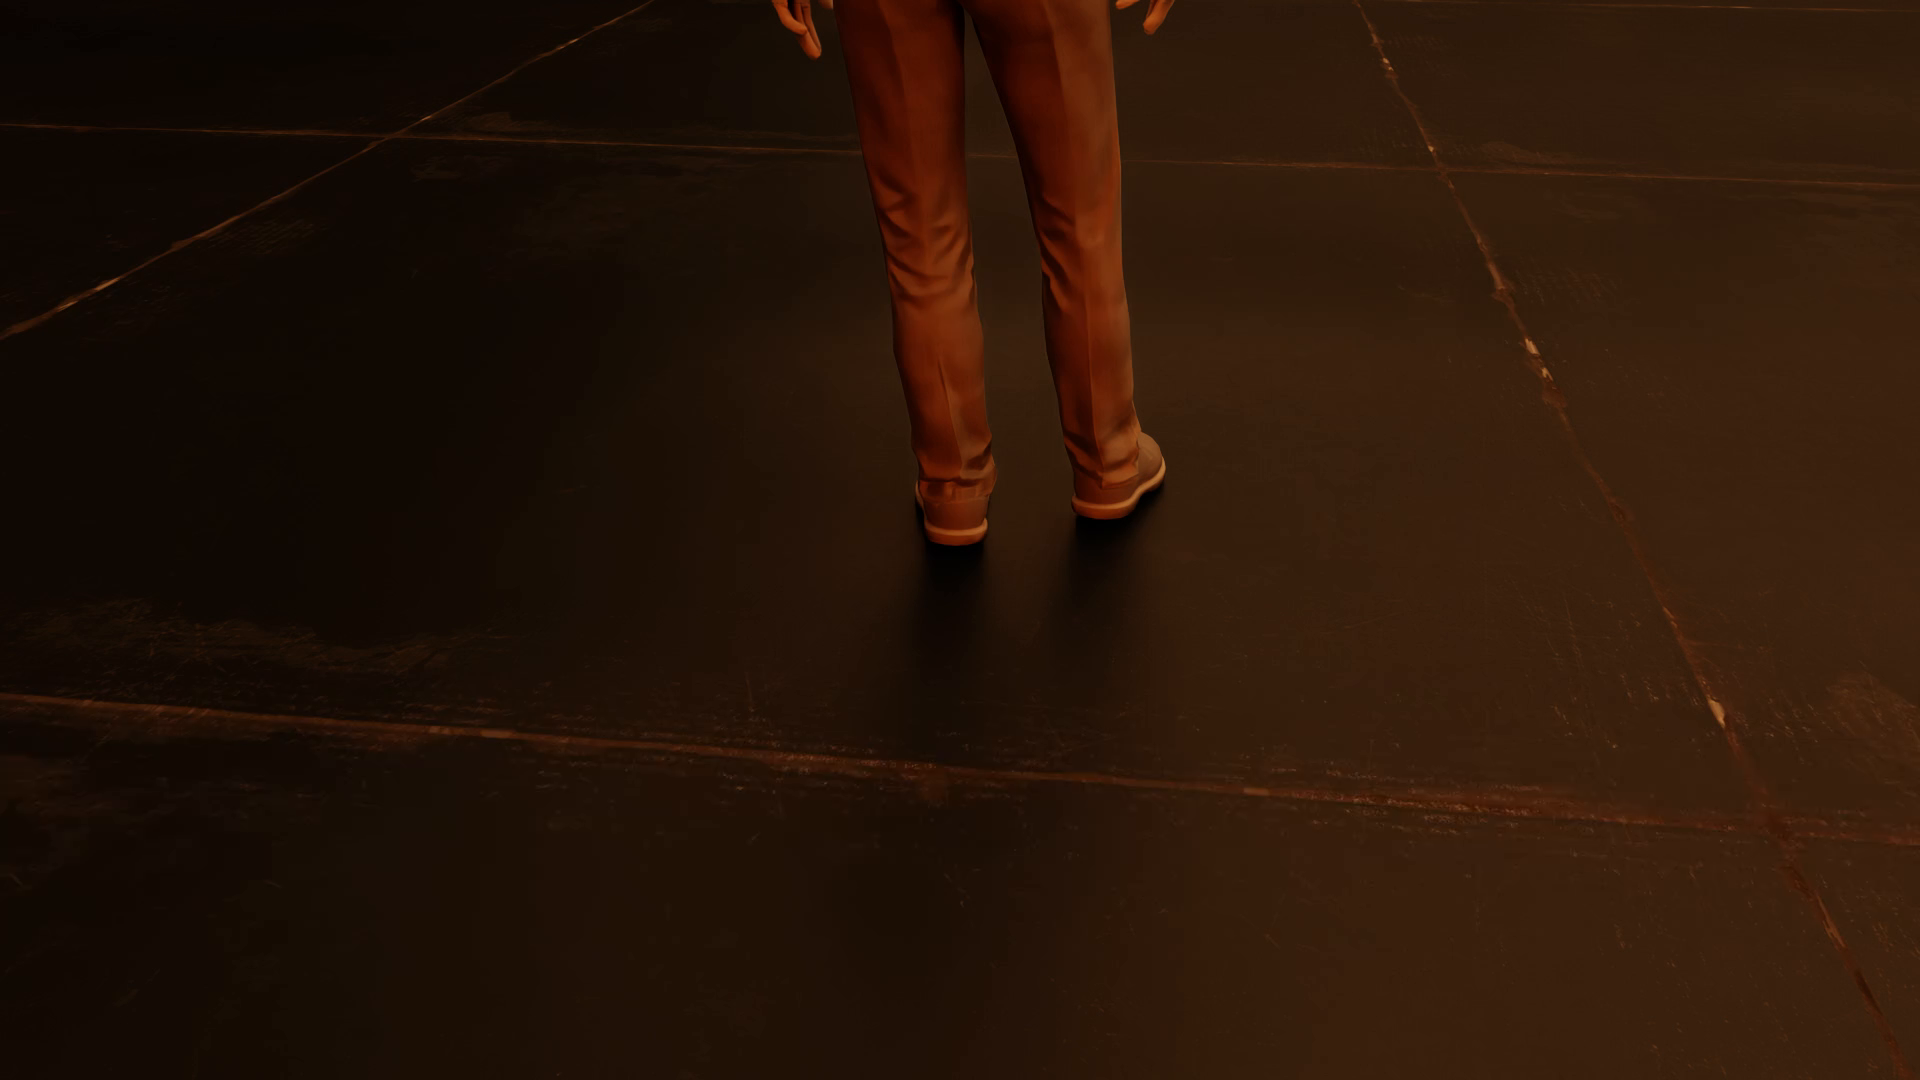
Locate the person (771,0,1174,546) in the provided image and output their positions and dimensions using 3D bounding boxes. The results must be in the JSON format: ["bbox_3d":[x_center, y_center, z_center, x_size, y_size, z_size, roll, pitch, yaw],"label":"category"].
[{"bbox_3d":[0.016,-0.795,2.179,0.586,1.694,0.530,3,27,7],"label":"person"}]
